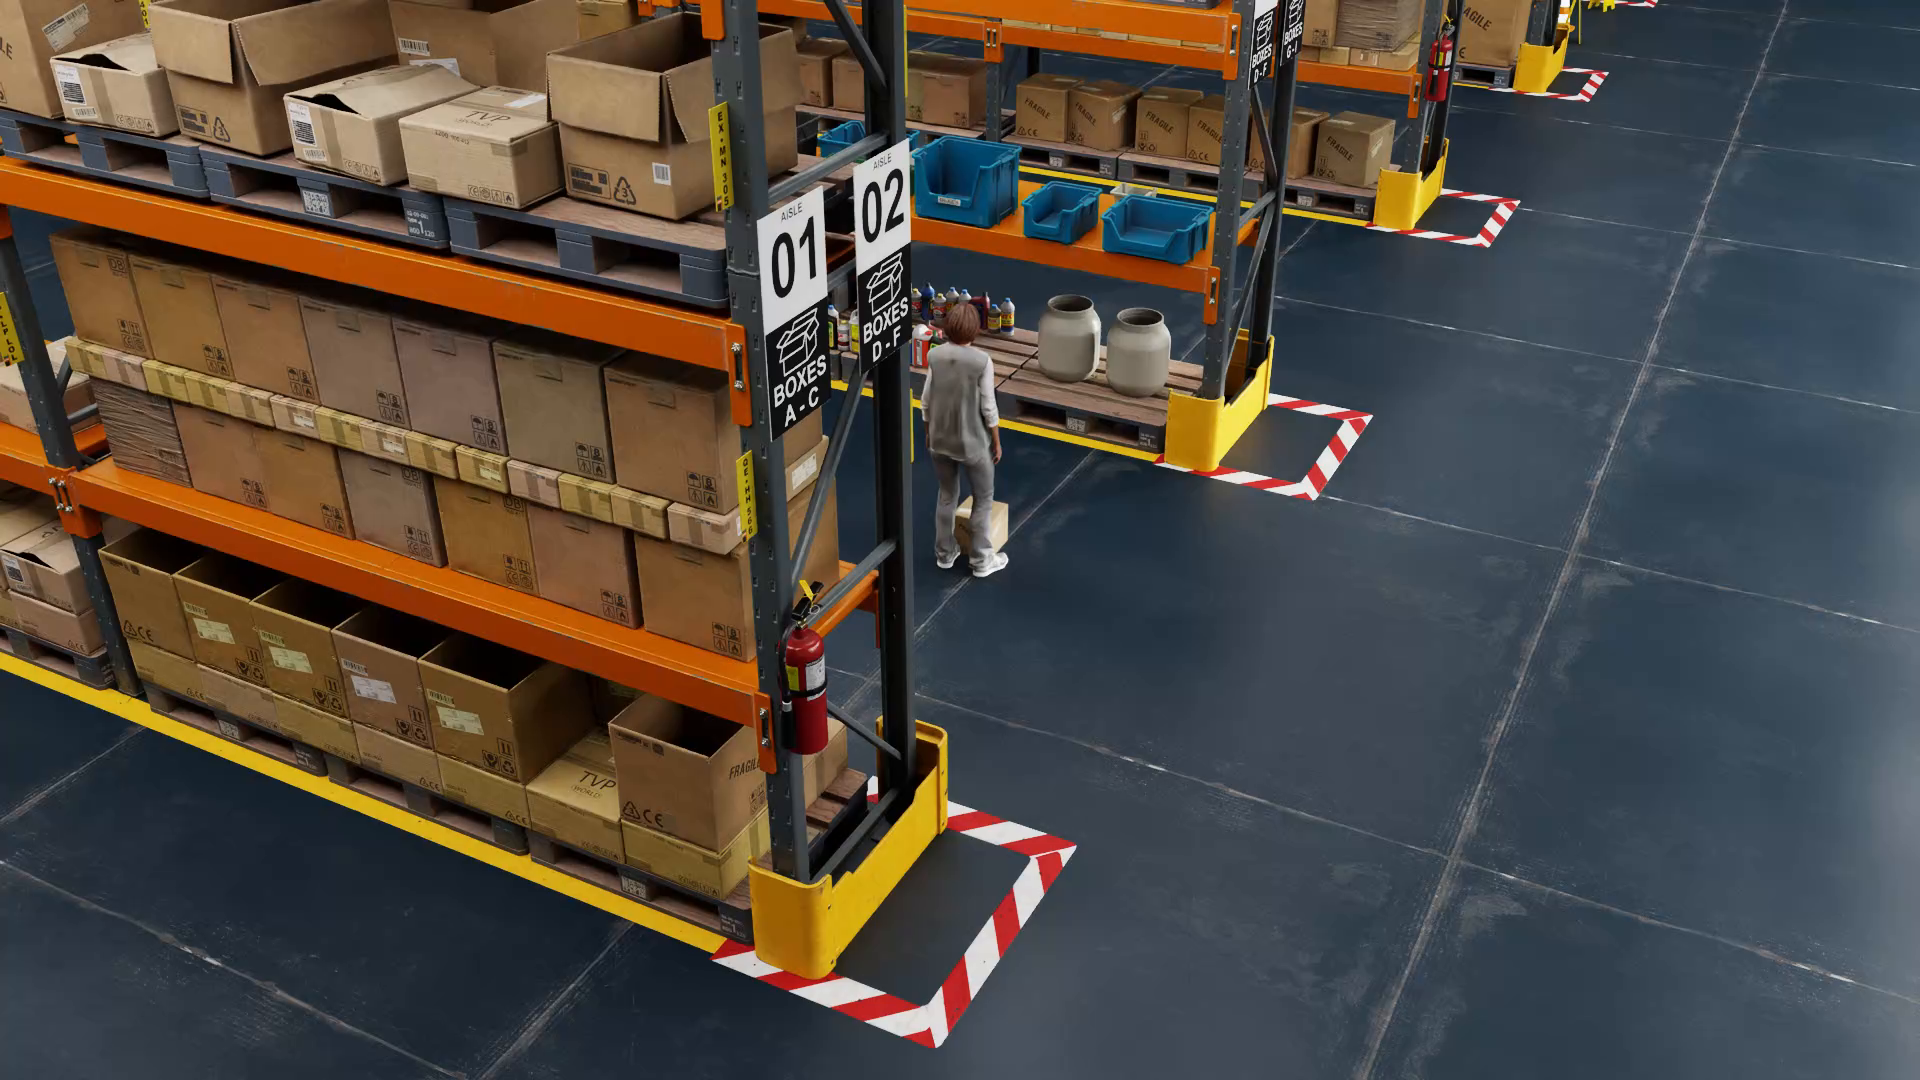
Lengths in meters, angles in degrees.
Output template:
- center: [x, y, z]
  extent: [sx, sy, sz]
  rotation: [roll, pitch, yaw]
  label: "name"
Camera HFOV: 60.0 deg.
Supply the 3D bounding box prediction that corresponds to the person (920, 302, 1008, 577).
- center: [0.013, -0.537, 9.206]
  extent: [0.472, 1.590, 0.347]
  rotation: [13, 33, 21]
  label: "person"
